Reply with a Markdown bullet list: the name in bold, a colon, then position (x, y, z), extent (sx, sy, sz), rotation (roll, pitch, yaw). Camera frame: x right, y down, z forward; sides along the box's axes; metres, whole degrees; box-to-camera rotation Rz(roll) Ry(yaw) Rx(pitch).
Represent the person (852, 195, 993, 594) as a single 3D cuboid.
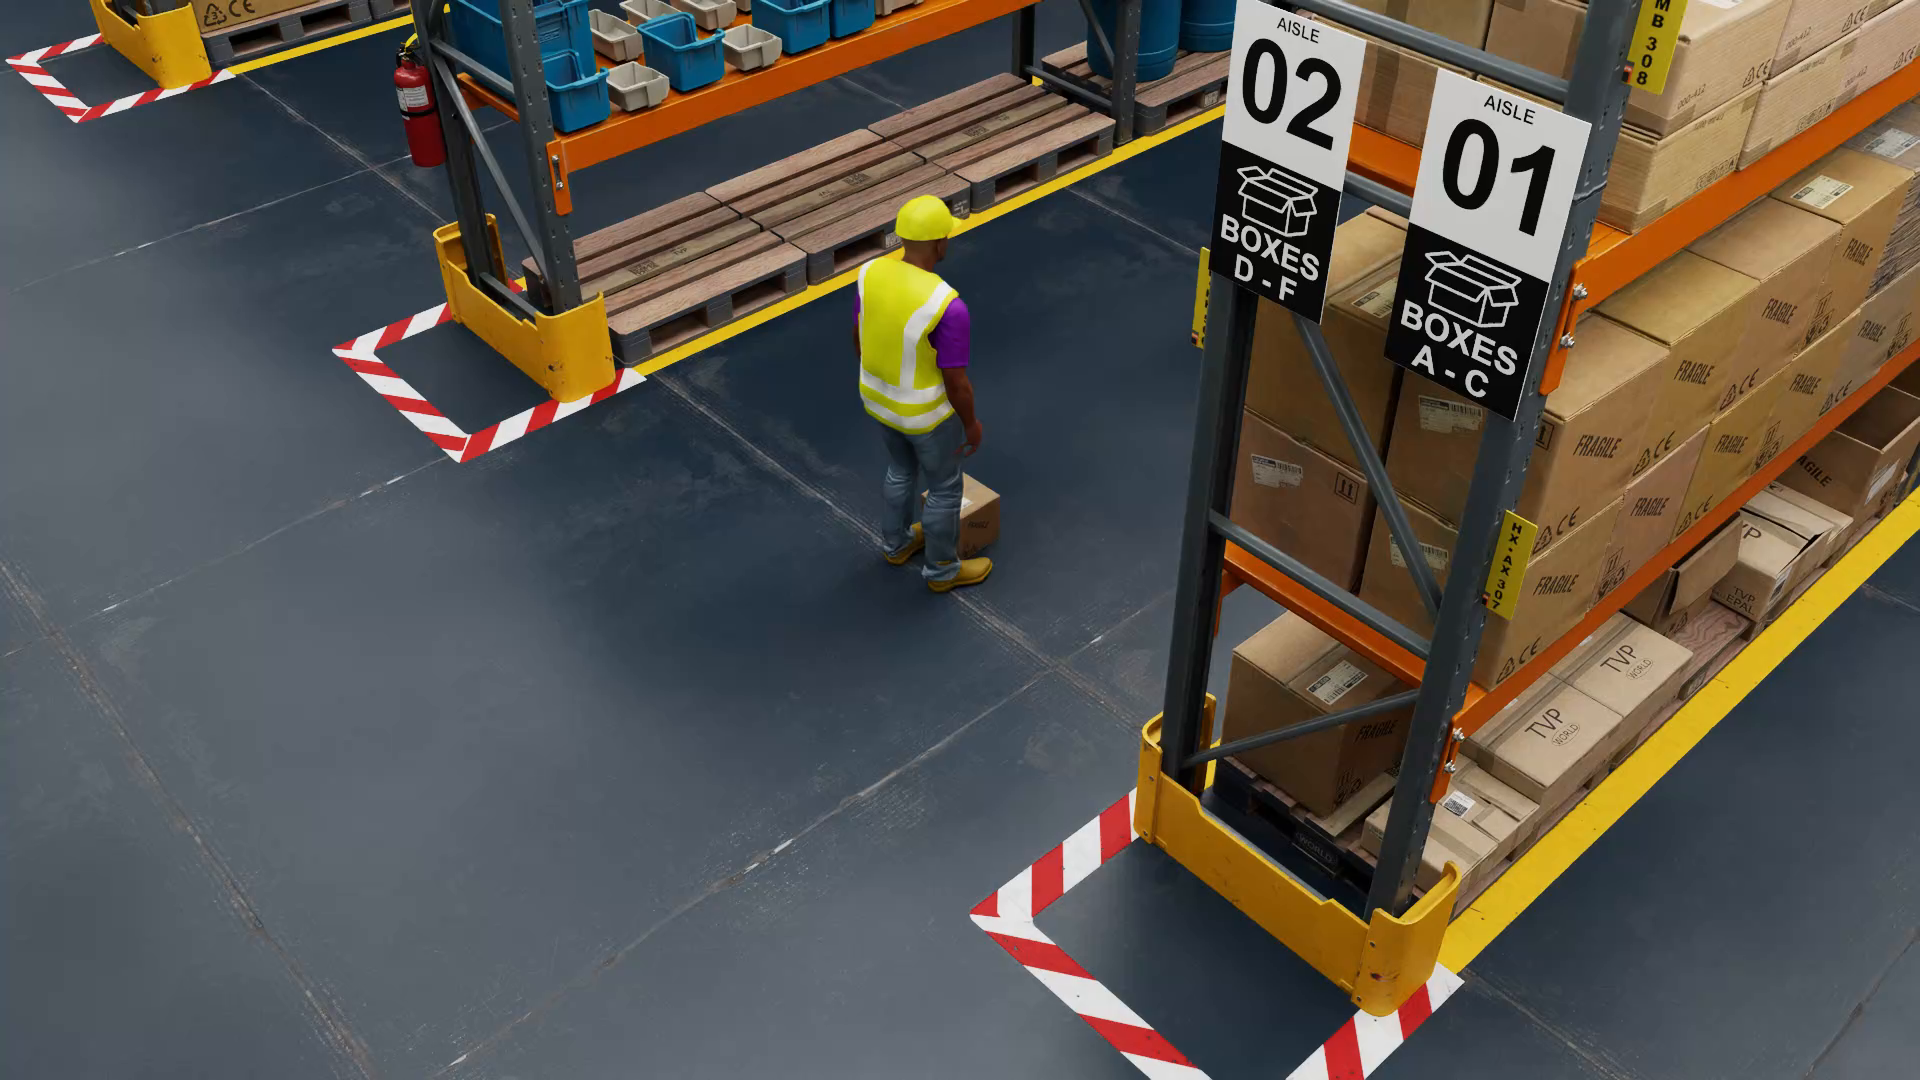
- **person**: position (-0.162, -0.585, 6.850), extent (0.629, 1.759, 0.460), rotation (32, 49, 32)
